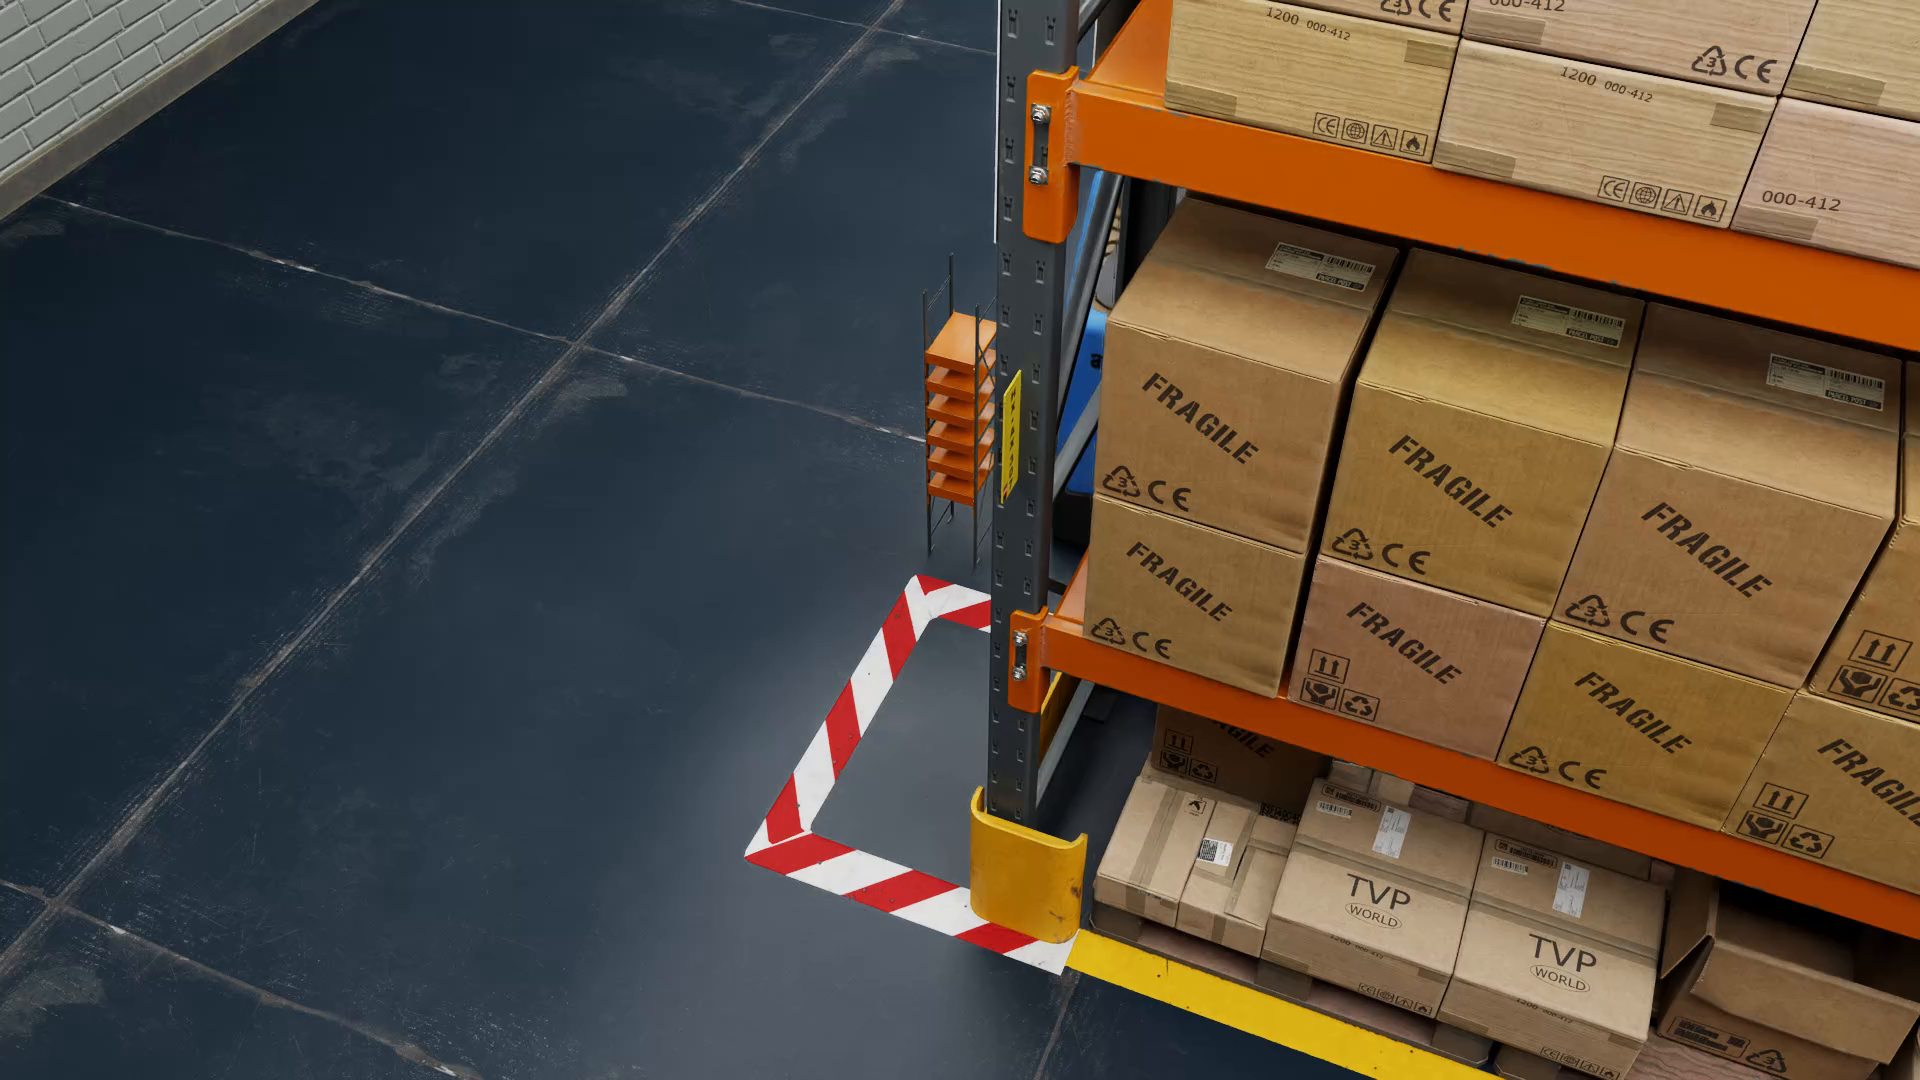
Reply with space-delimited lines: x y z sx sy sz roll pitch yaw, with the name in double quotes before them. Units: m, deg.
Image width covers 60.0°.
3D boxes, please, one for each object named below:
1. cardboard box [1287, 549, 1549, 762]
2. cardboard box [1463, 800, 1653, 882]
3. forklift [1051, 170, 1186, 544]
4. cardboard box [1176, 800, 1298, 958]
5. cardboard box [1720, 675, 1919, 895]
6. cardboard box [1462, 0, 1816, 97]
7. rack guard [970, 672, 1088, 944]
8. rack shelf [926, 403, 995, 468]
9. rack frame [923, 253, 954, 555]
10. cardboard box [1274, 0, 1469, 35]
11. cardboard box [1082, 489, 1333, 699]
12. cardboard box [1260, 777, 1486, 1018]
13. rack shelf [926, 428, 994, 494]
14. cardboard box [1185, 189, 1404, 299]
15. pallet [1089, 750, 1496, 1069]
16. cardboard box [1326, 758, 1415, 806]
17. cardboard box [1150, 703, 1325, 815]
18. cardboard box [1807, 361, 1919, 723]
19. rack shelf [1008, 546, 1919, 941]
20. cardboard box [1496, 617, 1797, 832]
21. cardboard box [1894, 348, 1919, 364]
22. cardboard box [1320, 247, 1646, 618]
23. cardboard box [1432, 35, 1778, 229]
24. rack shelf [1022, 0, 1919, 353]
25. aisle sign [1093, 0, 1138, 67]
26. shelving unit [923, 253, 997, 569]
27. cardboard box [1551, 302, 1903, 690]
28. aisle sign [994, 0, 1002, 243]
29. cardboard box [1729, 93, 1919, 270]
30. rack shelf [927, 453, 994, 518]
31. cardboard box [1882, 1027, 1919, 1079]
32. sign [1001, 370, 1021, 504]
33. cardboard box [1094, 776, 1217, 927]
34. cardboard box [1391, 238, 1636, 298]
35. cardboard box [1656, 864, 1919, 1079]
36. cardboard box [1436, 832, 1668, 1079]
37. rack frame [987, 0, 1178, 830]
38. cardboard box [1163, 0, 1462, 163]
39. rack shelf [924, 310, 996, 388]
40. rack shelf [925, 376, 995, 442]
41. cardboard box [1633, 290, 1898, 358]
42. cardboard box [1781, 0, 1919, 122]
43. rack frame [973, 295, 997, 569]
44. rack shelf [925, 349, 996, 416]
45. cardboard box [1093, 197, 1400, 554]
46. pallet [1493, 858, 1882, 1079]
"cardboard box" 1.111 0.117 3.935 0.500 0.500 0.500 16 47 15
"cardboard box" 1.786 0.807 4.949 0.500 0.250 0.500 16 47 16
"forklift" 1.895 -1.166 5.343 3.031 2.935 1.130 7 45 7
"cardboard box" 0.809 0.977 4.838 0.250 0.166 0.380 16 47 16
"cardboard box" 2.034 0.392 3.658 0.500 0.500 0.500 17 47 16
"cardboard box" 1.157 -1.014 2.768 0.500 0.250 0.500 16 47 16
"rack guard" 0.395 0.631 5.262 0.348 0.500 1.175 16 47 16
"rack shelf" 0.013 -0.390 5.854 0.180 0.103 0.258 16 47 16
"rack frame" -0.071 -0.446 5.848 0.006 1.200 0.240 16 47 16
"cardboard box" 0.698 -1.155 2.909 0.500 0.250 0.500 16 47 16
"cardboard box" 0.633 -0.020 4.072 0.500 0.500 0.500 17 47 17
"cardboard box" 1.179 1.011 4.745 0.500 0.250 0.500 16 47 16
"rack shelf" 0.013 -0.305 5.939 0.180 0.103 0.258 16 47 16
"cardboard box" 0.841 -0.724 4.071 0.500 0.500 0.500 16 47 15
"pallet" 1.131 0.949 5.147 1.213 0.211 1.003 16 47 16
"cardboard box" 1.260 0.728 5.088 0.250 0.166 0.380 16 47 16
"cardboard box" 0.921 0.441 5.140 0.500 0.500 0.500 16 47 16
"cardboard box" 2.047 0.039 3.304 0.500 0.500 0.500 16 47 15
"rack shelf" 2.170 0.522 4.109 4.000 0.370 1.077 16 47 16
"cardboard box" 1.573 0.255 3.796 0.500 0.500 0.500 16 47 16
"cardboard box" 2.262 -0.310 3.655 0.500 0.500 0.500 18 48 17
"cardboard box" 1.118 -0.237 3.582 0.500 0.500 0.500 17 47 16
"cardboard box" 1.157 -0.837 2.944 0.500 0.250 0.500 16 47 16
"rack shelf" 2.170 -0.541 3.051 4.000 0.370 1.077 16 47 16
"aisle sign" 0.380 -1.416 3.703 0.004 0.787 0.394 16 47 16
"shelving unit" 0.013 -0.421 5.823 0.189 1.200 0.258 16 47 16
"cardboard box" 1.578 -0.098 3.442 0.500 0.500 0.500 17 47 16
"aisle sign" 0.149 -1.025 3.311 0.004 0.787 0.394 16 47 16
"cardboard box" 1.619 -0.703 2.809 0.500 0.250 0.500 16 47 16
"rack shelf" 0.013 -0.220 6.023 0.180 0.103 0.258 16 47 16
"cardboard box" 2.689 1.433 4.277 0.500 0.311 0.500 16 47 16
"sign" 0.116 -0.230 3.741 0.005 0.325 0.100 16 47 16
"cardboard box" 0.579 0.916 4.912 0.250 0.149 0.380 16 47 16
"cardboard box" 1.308 -0.588 3.934 0.500 0.500 0.500 18 47 17
"cardboard box" 2.280 1.032 4.544 0.637 0.503 0.797 16 47 16
"cardboard box" 1.640 1.146 4.609 0.500 0.250 0.500 16 47 16
"rack frame" 0.325 -0.276 4.401 0.127 3.000 1.000 16 47 16
"cardboard box" 0.701 -0.981 3.089 0.500 0.250 0.500 16 47 16
"rack shelf" 0.013 -0.645 5.600 0.180 0.103 0.258 16 47 16
"rack shelf" 0.013 -0.475 5.770 0.180 0.103 0.258 16 47 16
"cardboard box" 1.788 -0.450 3.796 0.500 0.500 0.500 18 47 17
"cardboard box" 1.621 -0.883 2.636 0.500 0.250 0.500 16 47 16
"rack frame" 0.098 -0.397 5.798 0.006 1.200 0.240 16 47 16
"rack shelf" 0.013 -0.560 5.685 0.180 0.103 0.258 16 47 16
"cardboard box" 0.633 -0.374 3.719 0.500 0.500 0.500 18 48 17
"pallet" 2.253 1.281 4.813 1.213 0.211 1.003 16 47 16
